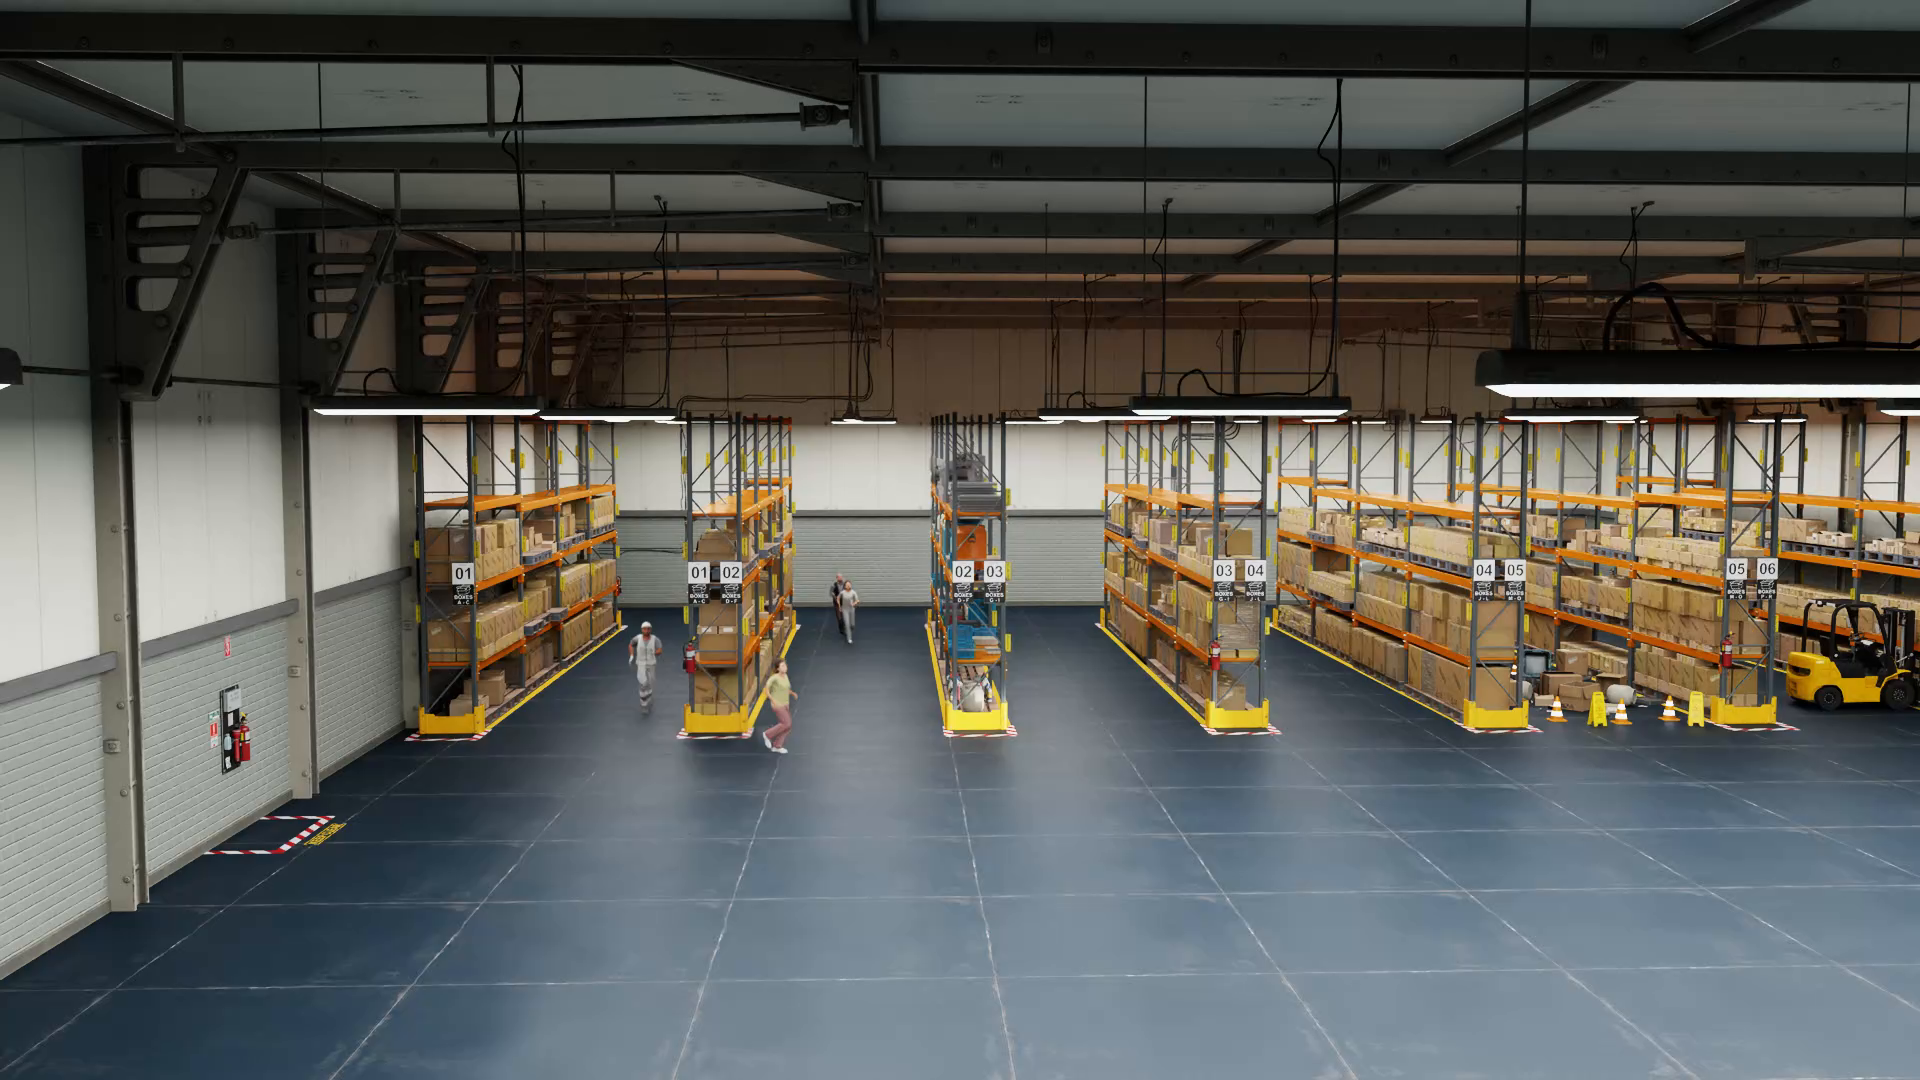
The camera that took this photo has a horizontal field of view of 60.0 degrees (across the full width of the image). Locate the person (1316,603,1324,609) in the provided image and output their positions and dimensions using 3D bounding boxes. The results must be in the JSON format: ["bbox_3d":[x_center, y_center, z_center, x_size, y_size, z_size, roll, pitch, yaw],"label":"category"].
[{"bbox_3d":[10.546,1.507,49.073,0.590,1.727,0.648,0,4,-6],"label":"person"}]

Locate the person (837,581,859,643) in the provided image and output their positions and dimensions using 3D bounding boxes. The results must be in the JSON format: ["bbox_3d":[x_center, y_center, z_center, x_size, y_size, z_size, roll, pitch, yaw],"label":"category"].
[{"bbox_3d":[-2.978,1.891,44.171,0.567,1.639,0.780,-1,4,-10],"label":"person"}]

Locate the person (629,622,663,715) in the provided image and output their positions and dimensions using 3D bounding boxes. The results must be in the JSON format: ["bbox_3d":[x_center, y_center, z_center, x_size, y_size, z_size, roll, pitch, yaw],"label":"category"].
[{"bbox_3d":[-6.303,2.551,33.401,0.643,1.844,0.876,-1,4,-18],"label":"person"}]

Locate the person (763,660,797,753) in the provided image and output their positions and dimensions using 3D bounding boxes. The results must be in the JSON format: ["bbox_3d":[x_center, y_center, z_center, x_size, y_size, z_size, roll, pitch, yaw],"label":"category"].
[{"bbox_3d":[-3.153,2.919,29.275,0.568,1.637,0.570,2,4,27],"label":"person"}]

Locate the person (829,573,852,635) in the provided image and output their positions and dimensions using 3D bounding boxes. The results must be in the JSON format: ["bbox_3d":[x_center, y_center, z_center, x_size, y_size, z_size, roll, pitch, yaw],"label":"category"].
[{"bbox_3d":[-3.279,1.776,45.652,0.615,1.734,0.687,0,4,-5],"label":"person"}]
